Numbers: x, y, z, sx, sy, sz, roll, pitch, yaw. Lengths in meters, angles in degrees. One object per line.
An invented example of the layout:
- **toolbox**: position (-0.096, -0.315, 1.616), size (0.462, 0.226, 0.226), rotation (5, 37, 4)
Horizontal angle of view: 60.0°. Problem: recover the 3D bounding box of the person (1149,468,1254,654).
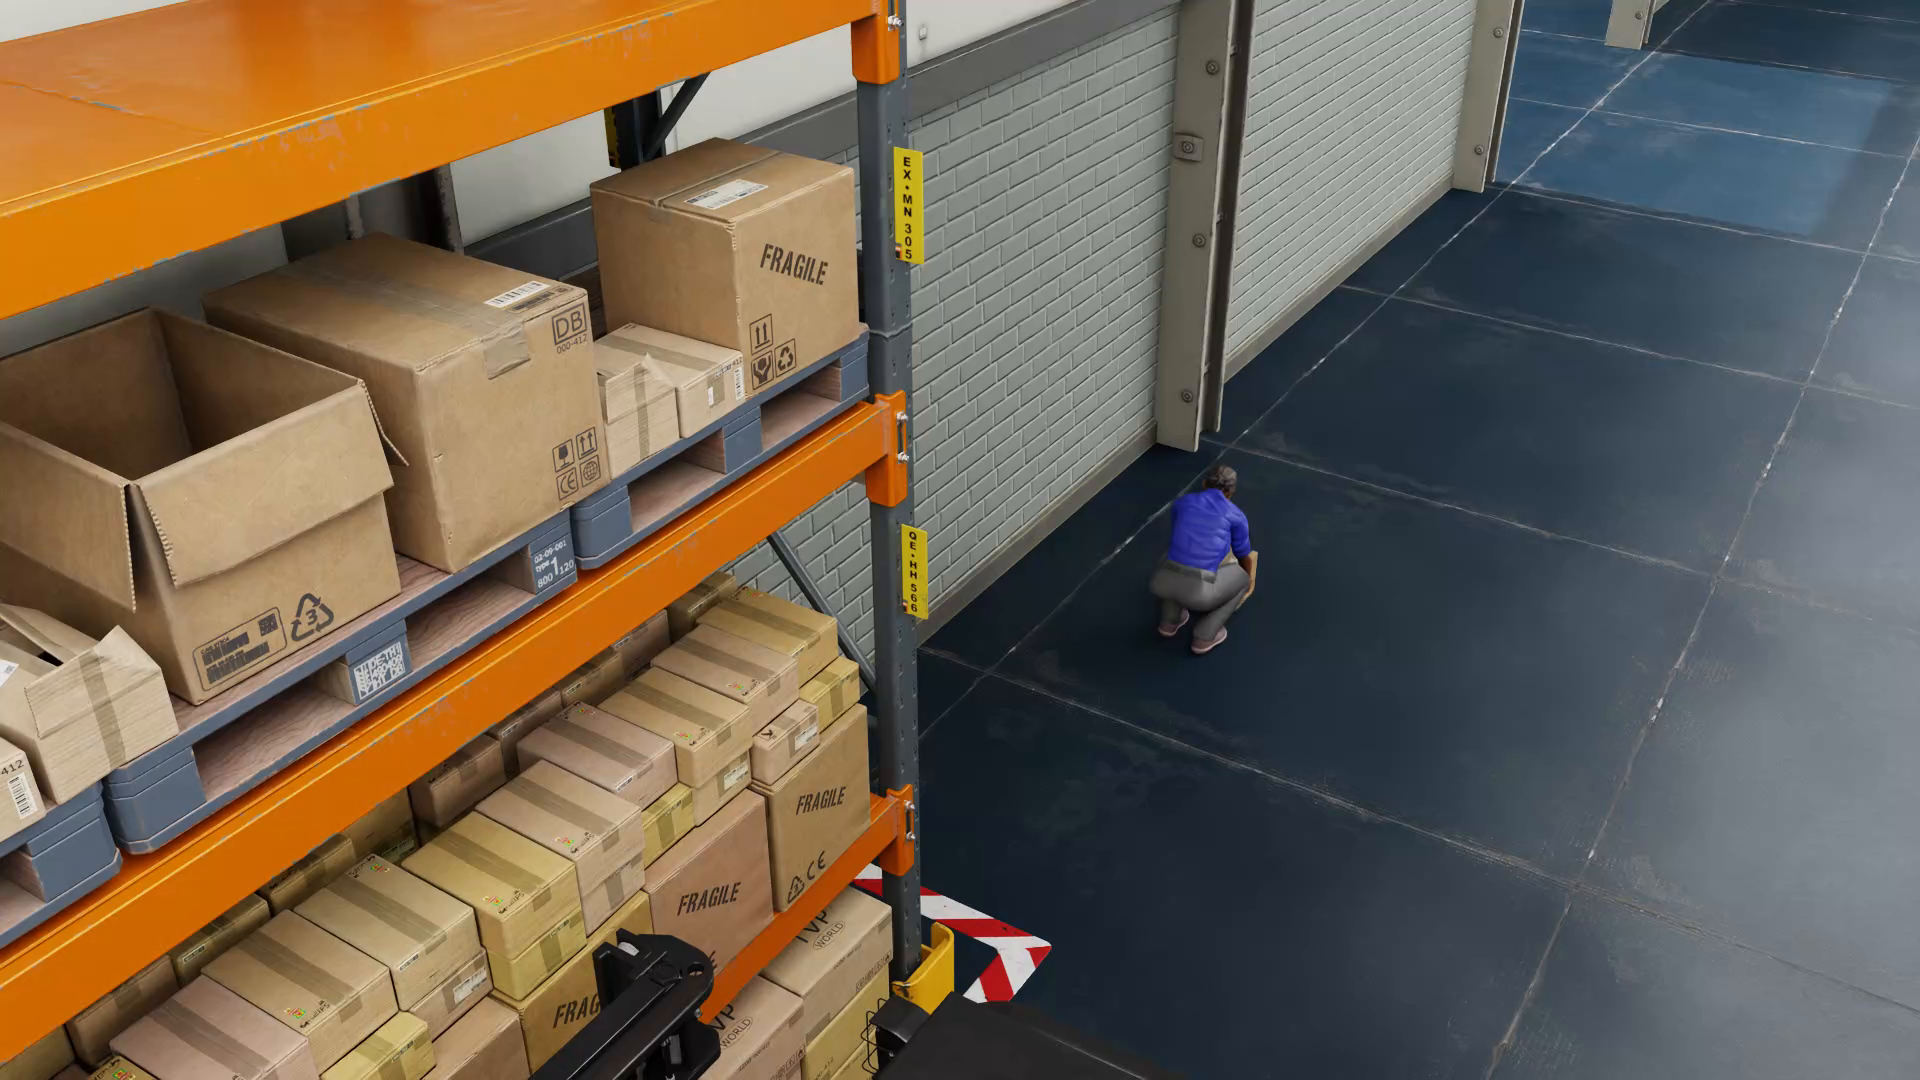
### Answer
- **person**: position (1.292, 0.113, 8.805), size (0.476, 0.809, 0.815), rotation (18, 35, 27)
